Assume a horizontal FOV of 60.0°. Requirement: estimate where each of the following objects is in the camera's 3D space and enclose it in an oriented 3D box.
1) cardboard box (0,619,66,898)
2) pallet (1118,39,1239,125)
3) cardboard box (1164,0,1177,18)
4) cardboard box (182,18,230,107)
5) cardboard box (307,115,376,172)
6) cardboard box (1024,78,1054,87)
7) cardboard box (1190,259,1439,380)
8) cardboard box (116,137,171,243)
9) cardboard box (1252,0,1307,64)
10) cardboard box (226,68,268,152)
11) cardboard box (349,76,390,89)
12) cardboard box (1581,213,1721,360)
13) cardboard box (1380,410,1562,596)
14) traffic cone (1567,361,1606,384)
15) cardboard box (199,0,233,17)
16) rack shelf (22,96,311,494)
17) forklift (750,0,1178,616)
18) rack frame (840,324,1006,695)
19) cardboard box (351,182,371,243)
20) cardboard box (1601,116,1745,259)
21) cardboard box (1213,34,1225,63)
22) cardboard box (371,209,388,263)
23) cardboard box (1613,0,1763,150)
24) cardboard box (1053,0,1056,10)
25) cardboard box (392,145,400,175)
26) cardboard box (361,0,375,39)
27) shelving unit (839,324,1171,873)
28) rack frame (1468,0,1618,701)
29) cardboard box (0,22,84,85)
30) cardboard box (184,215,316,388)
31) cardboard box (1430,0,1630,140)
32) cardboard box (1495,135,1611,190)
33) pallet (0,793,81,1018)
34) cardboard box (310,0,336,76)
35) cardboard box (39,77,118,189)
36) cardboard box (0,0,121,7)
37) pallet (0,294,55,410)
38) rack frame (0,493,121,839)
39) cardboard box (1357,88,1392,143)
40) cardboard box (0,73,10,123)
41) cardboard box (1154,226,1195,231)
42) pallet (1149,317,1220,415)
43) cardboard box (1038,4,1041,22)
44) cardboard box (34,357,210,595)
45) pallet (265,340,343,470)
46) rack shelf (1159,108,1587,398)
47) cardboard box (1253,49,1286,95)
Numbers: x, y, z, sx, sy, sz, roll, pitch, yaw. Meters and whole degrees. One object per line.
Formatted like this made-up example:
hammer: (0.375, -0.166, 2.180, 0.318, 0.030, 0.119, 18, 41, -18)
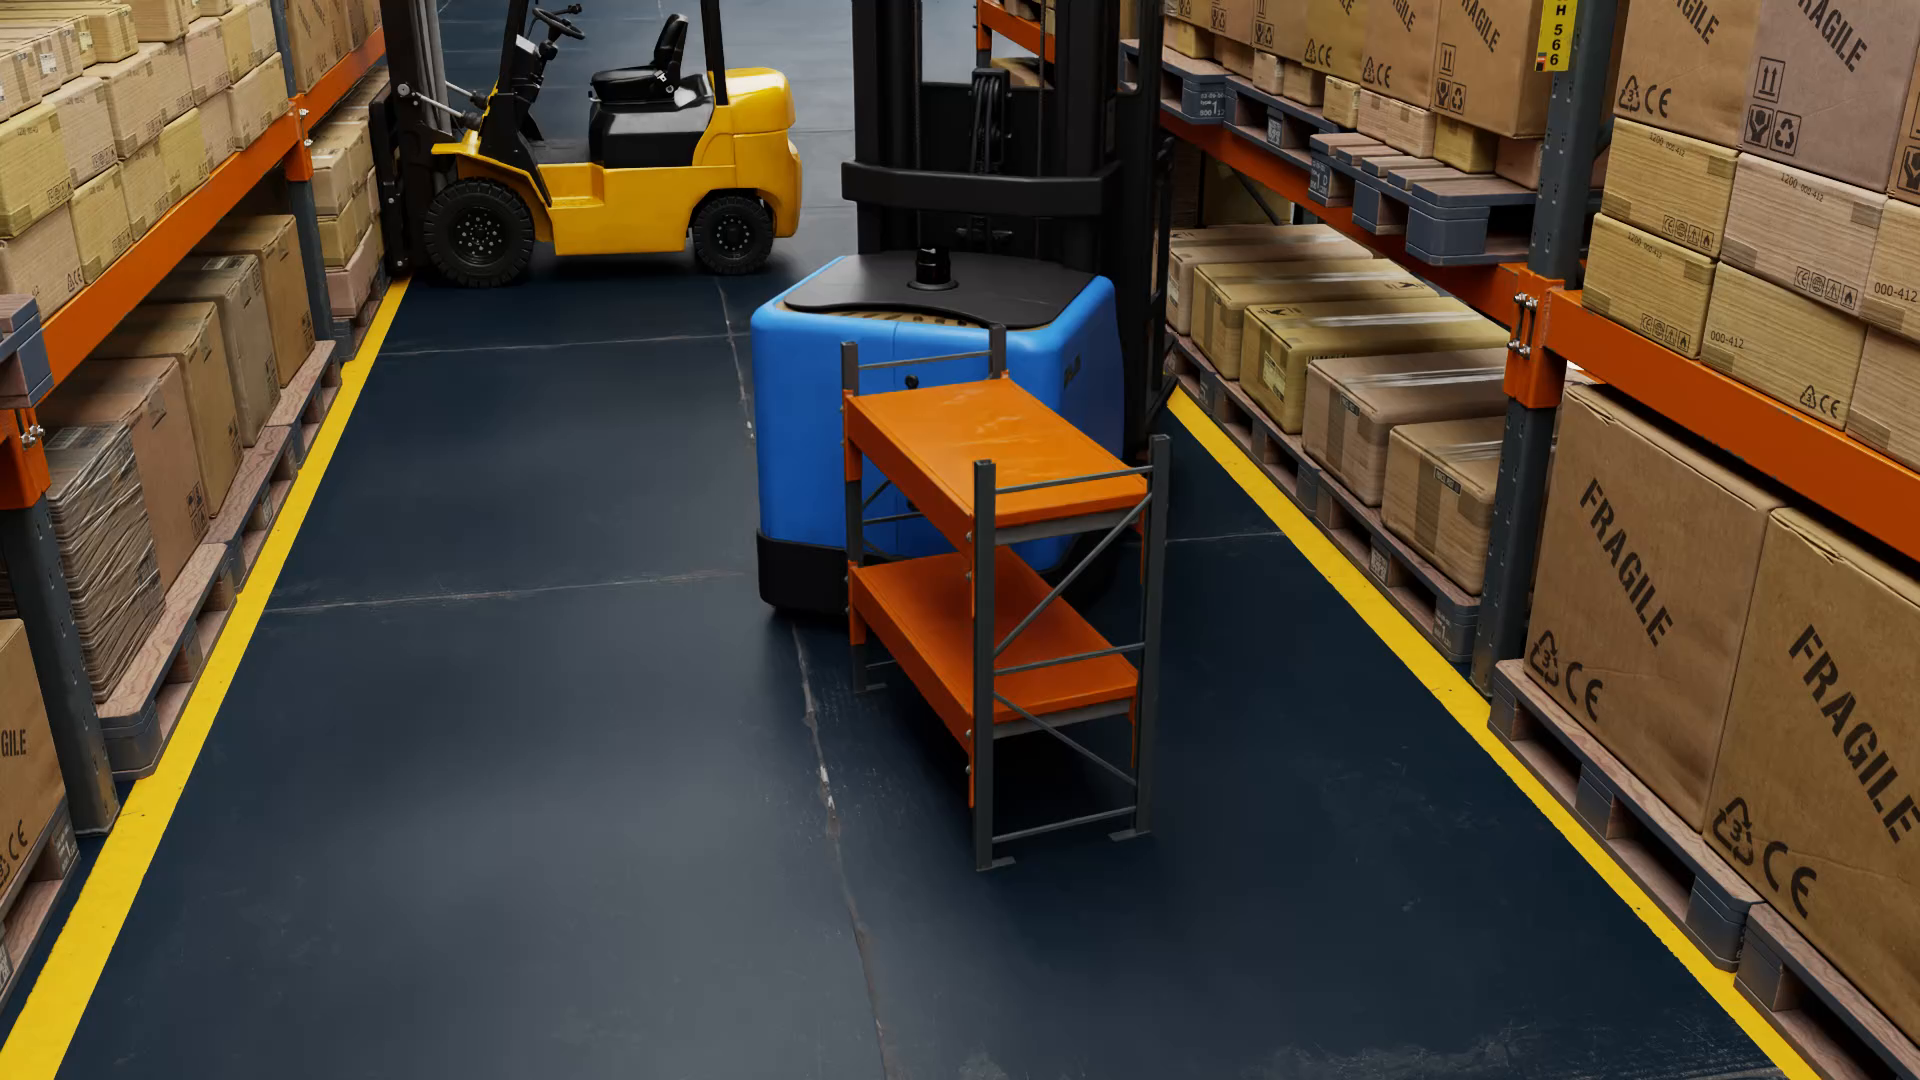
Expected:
cardboard box: (-2.487, 0.531, 3.884, 0.500, 0.500, 0.500, -4, 24, -8)
pallet: (1.360, -2.115, 7.585, 1.003, 0.211, 1.213, -4, 24, -10)
cardboard box: (1.166, -2.683, 7.625, 0.500, 0.500, 0.500, -4, 24, -8)
cardboard box: (-2.983, -1.728, 6.022, 0.500, 0.250, 0.500, -4, 24, -9)
cardboard box: (-3.485, -2.146, 9.078, 0.500, 0.250, 0.500, -3, 24, -8)
cardboard box: (0.690, -2.613, 10.460, 0.500, 0.500, 0.500, -4, 24, -9)
cardboard box: (1.597, -1.014, 7.582, 0.950, 0.372, 0.625, -3, 24, -6)
cardboard box: (-2.808, -1.096, 5.200, 0.500, 0.250, 0.500, -5, 24, -11)
cardboard box: (1.443, -2.090, 6.265, 0.500, 0.500, 0.500, -5, 24, -12)
cardboard box: (-3.067, -1.701, 6.583, 0.500, 0.250, 0.500, -4, 24, -10)
cardboard box: (-3.764, -2.751, 10.463, 0.500, 0.250, 0.500, -4, 24, -9)
cardboard box: (1.944, -0.661, 4.204, 0.500, 0.250, 0.500, -5, 24, -11)
cardboard box: (2.006, -0.152, 5.609, 0.950, 0.372, 0.625, -6, 24, -13)
traffic cone: (2.967, -0.968, 7.888, 0.336, 0.463, 0.334, -4, 24, -10)
cardboard box: (-2.997, -2.077, 6.322, 0.380, 0.149, 0.250, -5, 24, -11)
rack shelf: (-3.146, -1.029, 5.758, 1.077, 0.370, 4.000, -4, 24, -10)
forklift: (0.248, -1.582, 6.210, 1.130, 2.935, 3.031, 7, 25, 16)
rack frame: (-0.102, -0.078, 5.022, 0.500, 1.125, 0.032, -9, 25, -20)
cardboard box: (-3.397, -1.718, 8.722, 0.500, 0.250, 0.500, -4, 24, -10)
cardboard box: (1.952, -0.884, 4.089, 0.500, 0.250, 0.500, -4, 24, -10)
cardboard box: (1.318, -2.146, 7.206, 0.380, 0.149, 0.250, -3, 24, -6)
cardboard box: (-3.499, -1.692, 9.288, 0.500, 0.250, 0.500, -4, 24, -9)
cardboard box: (1.952, -1.233, 3.951, 0.500, 0.500, 0.500, -5, 24, -12)
cardboard box: (0.833, -3.259, 9.467, 0.500, 0.500, 0.500, -4, 24, -8)
cardboard box: (-3.660, -2.312, 10.083, 0.500, 0.250, 0.500, -5, 24, -11)
cardboard box: (-3.725, -3.184, 9.668, 0.500, 0.500, 0.500, -5, 24, -11)
shelving unit: (0.084, 0.112, 4.589, 0.538, 1.125, 1.048, -9, 25, -20)
rack frame: (2.101, -0.941, 4.657, 1.000, 3.000, 0.127, -4, 24, -10)
cardboard box: (-2.730, -1.368, 4.700, 0.380, 0.149, 0.250, -4, 24, -9)
cardboard box: (-3.408, -1.045, 7.338, 0.875, 0.625, 0.625, -3, 24, -7)
cardboard box: (1.744, -1.474, 4.856, 0.500, 0.500, 0.500, -5, 24, -11)
cardboard box: (1.809, -1.130, 4.878, 0.380, 0.149, 0.250, -3, 24, -8)
pallet: (-2.675, 1.002, 3.692, 1.003, 0.211, 1.213, -4, 24, -10)
cardboard box: (-3.454, -2.589, 8.305, 0.500, 0.500, 0.500, -4, 24, -9)
cardboard box: (-2.710, -1.122, 4.635, 0.500, 0.250, 0.500, -4, 24, -8)
cardboard box: (-2.938, -1.665, 5.378, 0.380, 0.149, 0.250, -4, 24, -10)
pallet: (-2.582, -0.223, 3.252, 1.213, 0.211, 1.003, -4, 24, -10)
rack frame: (-2.776, -0.572, 3.812, 1.000, 3.000, 0.127, -4, 24, -10)
cardboard box: (1.559, -1.425, 5.555, 0.380, 0.149, 0.250, -5, 24, -12)
cardboard box: (-2.546, -1.062, 4.000, 0.380, 0.149, 0.250, -4, 24, -8)
cardboard box: (0.988, -1.659, 9.212, 0.500, 0.250, 0.500, -3, 24, -7)
pallet: (1.507, -0.930, 8.117, 1.003, 0.211, 1.213, -4, 24, -10)
cardboard box: (0.702, -3.313, 10.402, 0.380, 0.149, 0.250, -3, 24, -8)
cardboard box: (-3.007, -0.179, 5.355, 0.875, 0.625, 0.625, -4, 24, -8)
pallet: (-3.341, -0.581, 7.316, 1.003, 0.211, 1.213, -4, 24, -10)
rack shelf: (1.731, -1.398, 6.602, 1.077, 0.370, 4.000, -4, 24, -10)
cardboard box: (1.367, -1.836, 6.496, 0.380, 0.149, 0.250, -3, 24, -8)
